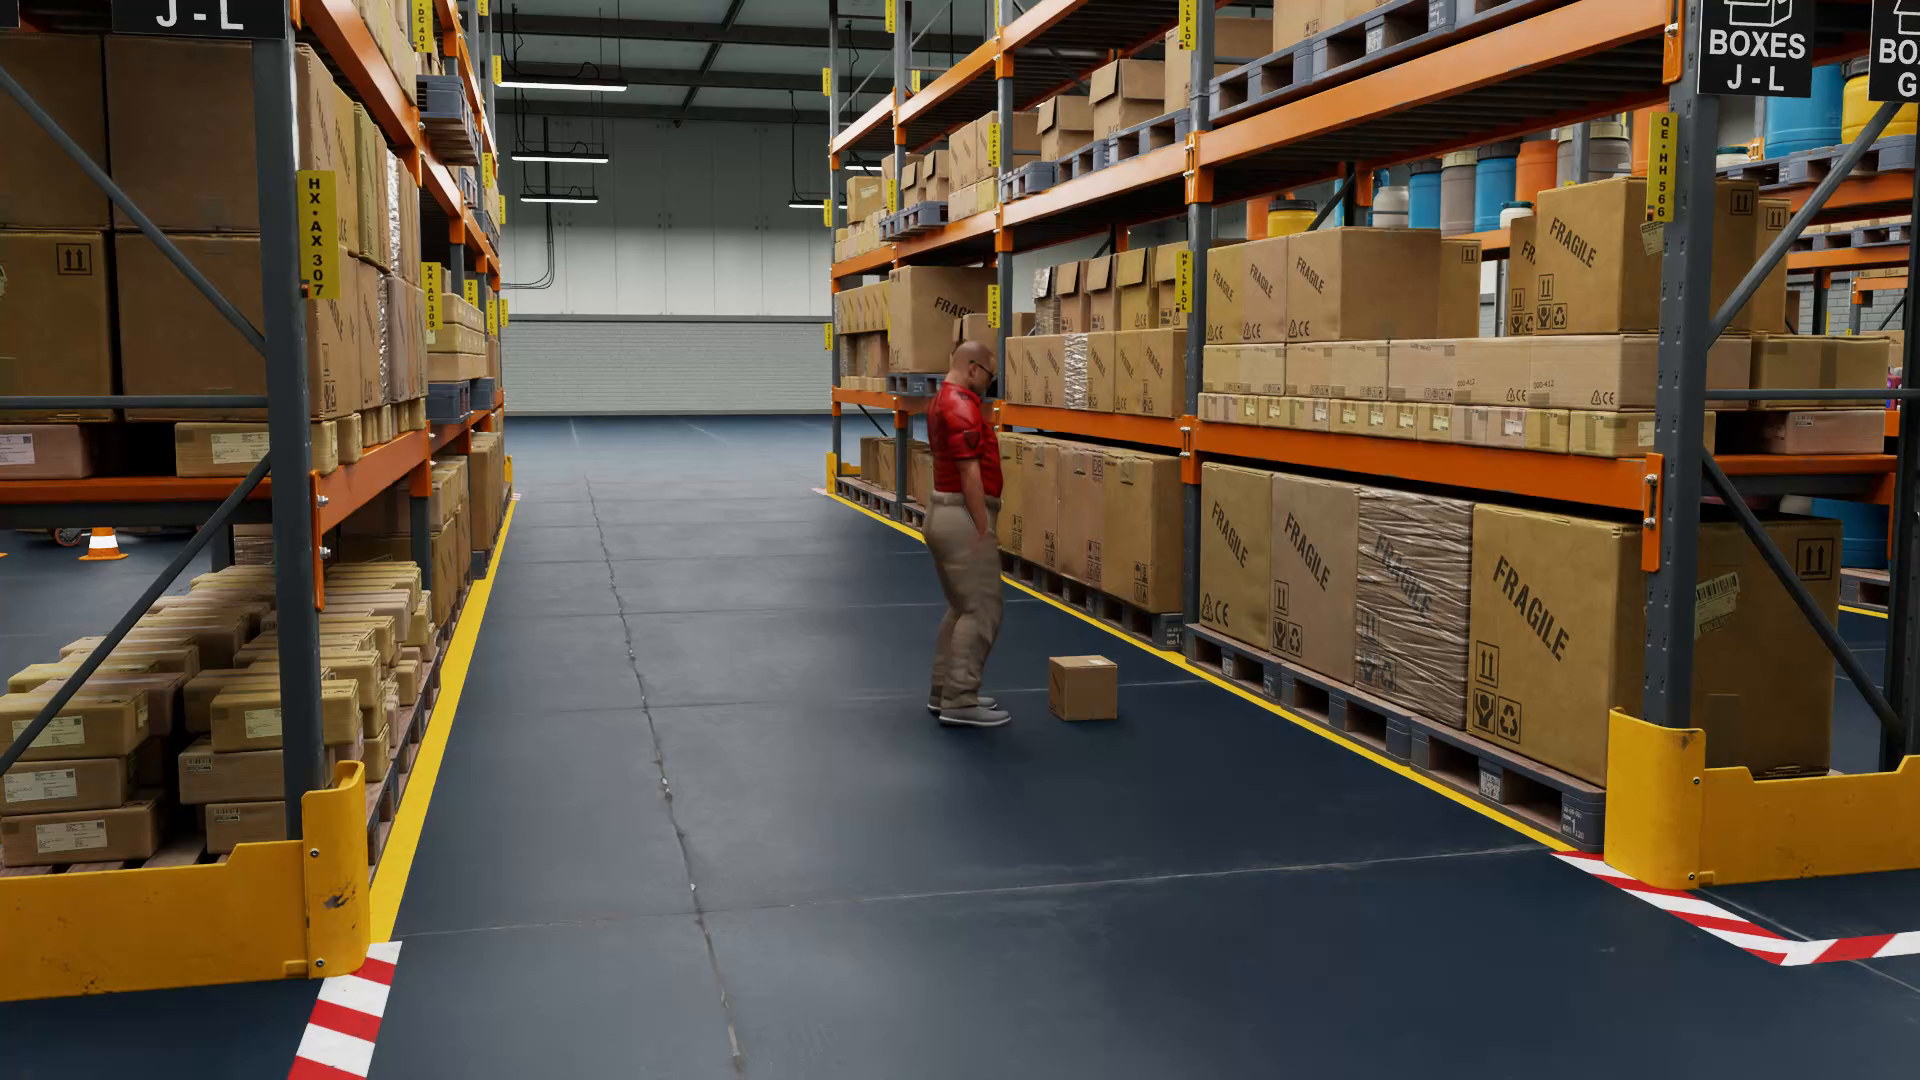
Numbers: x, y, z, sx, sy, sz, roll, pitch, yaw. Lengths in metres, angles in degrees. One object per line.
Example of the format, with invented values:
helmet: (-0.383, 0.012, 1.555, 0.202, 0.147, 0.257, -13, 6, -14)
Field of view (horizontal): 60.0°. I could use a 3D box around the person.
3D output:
person: (0.018, -0.038, 7.512, 0.359, 1.714, 0.538, -1, 6, -13)
